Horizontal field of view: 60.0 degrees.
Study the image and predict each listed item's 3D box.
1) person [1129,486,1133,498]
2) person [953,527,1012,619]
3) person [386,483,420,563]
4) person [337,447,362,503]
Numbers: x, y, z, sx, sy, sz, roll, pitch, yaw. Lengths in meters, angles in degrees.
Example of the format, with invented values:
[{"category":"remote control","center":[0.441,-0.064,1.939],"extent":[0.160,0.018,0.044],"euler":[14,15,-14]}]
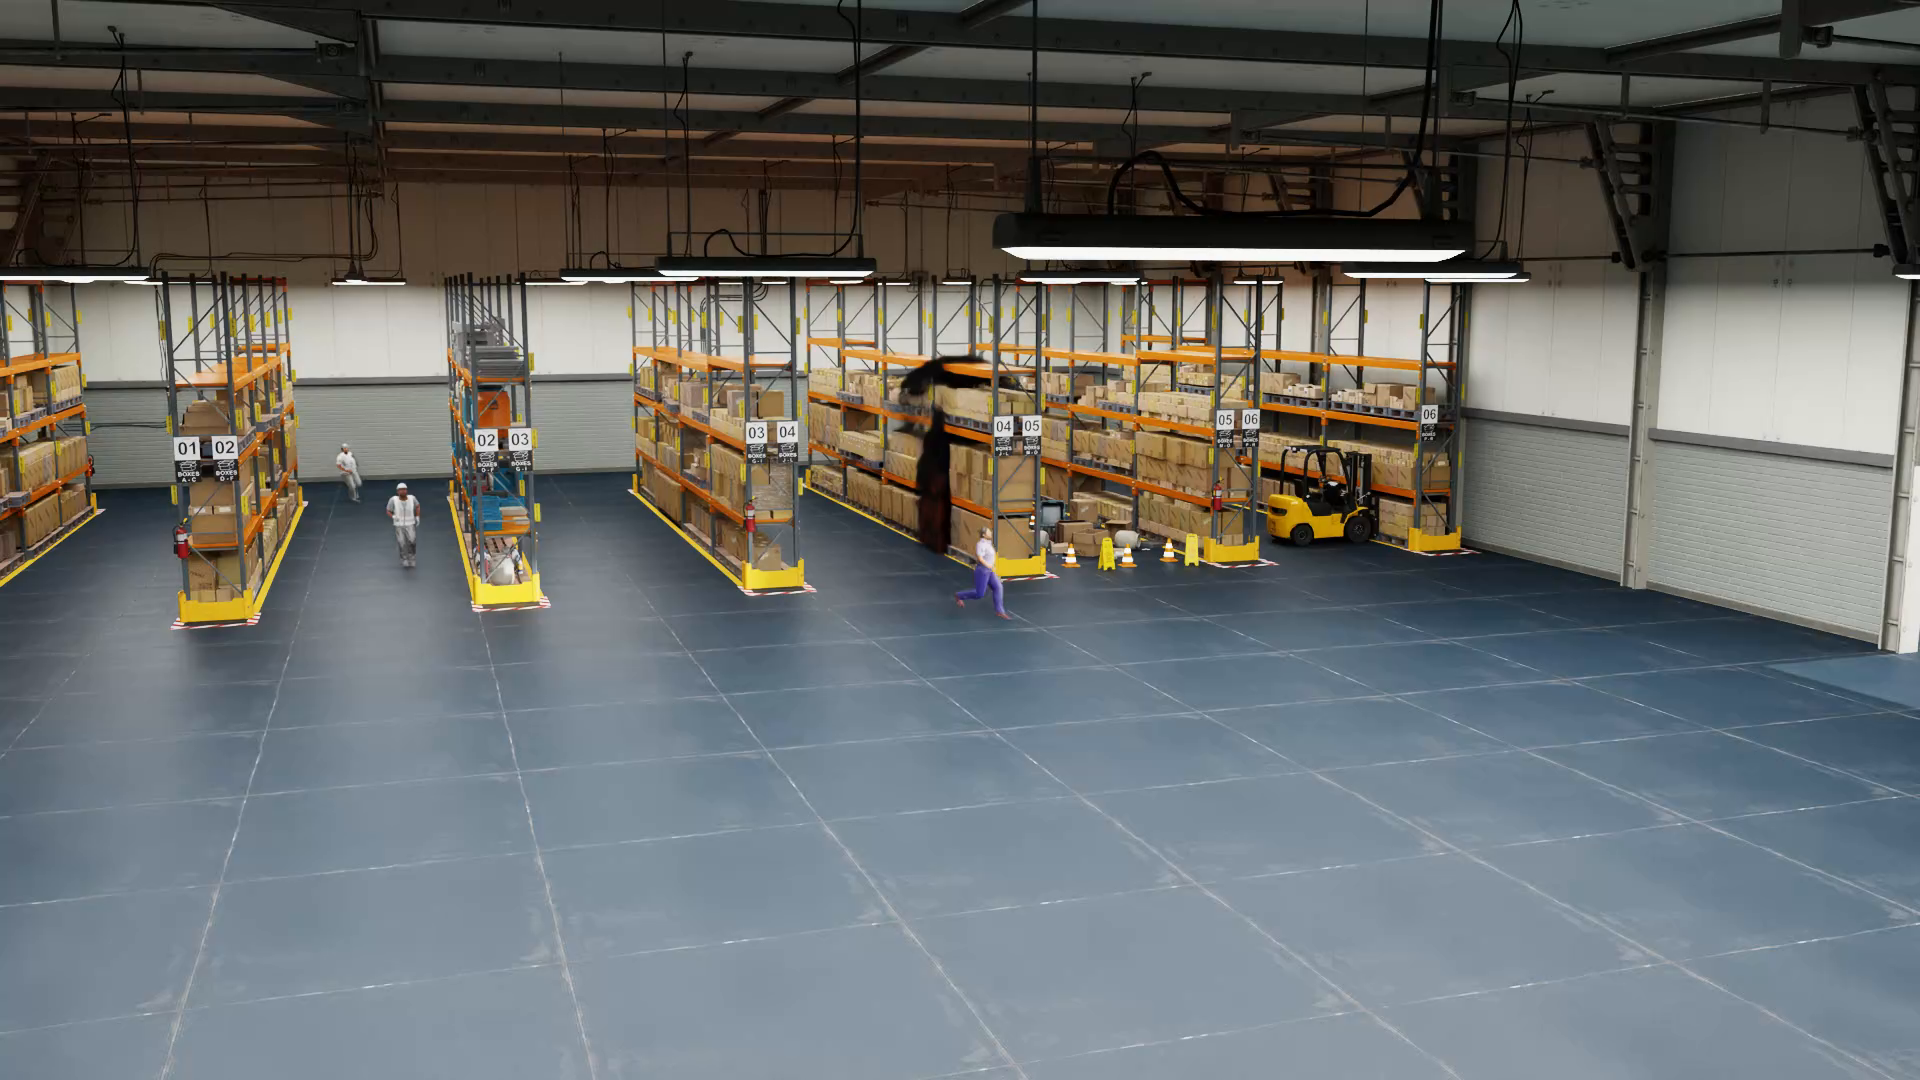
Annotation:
[{"category":"person","center":[4.605,-1.696,43.545],"extent":[0.618,1.601,0.702],"euler":[-3,9,-19]},{"category":"person","center":[0.398,0.590,29.052],"extent":[1.015,1.630,0.584],"euler":[3,9,17]},{"category":"person","center":[-11.421,-0.332,34.176],"extent":[0.674,1.681,0.637],"euler":[-3,9,-21]},{"category":"person","center":[-16.378,-1.775,44.631],"extent":[0.519,1.586,0.610],"euler":[7,11,38]}]
